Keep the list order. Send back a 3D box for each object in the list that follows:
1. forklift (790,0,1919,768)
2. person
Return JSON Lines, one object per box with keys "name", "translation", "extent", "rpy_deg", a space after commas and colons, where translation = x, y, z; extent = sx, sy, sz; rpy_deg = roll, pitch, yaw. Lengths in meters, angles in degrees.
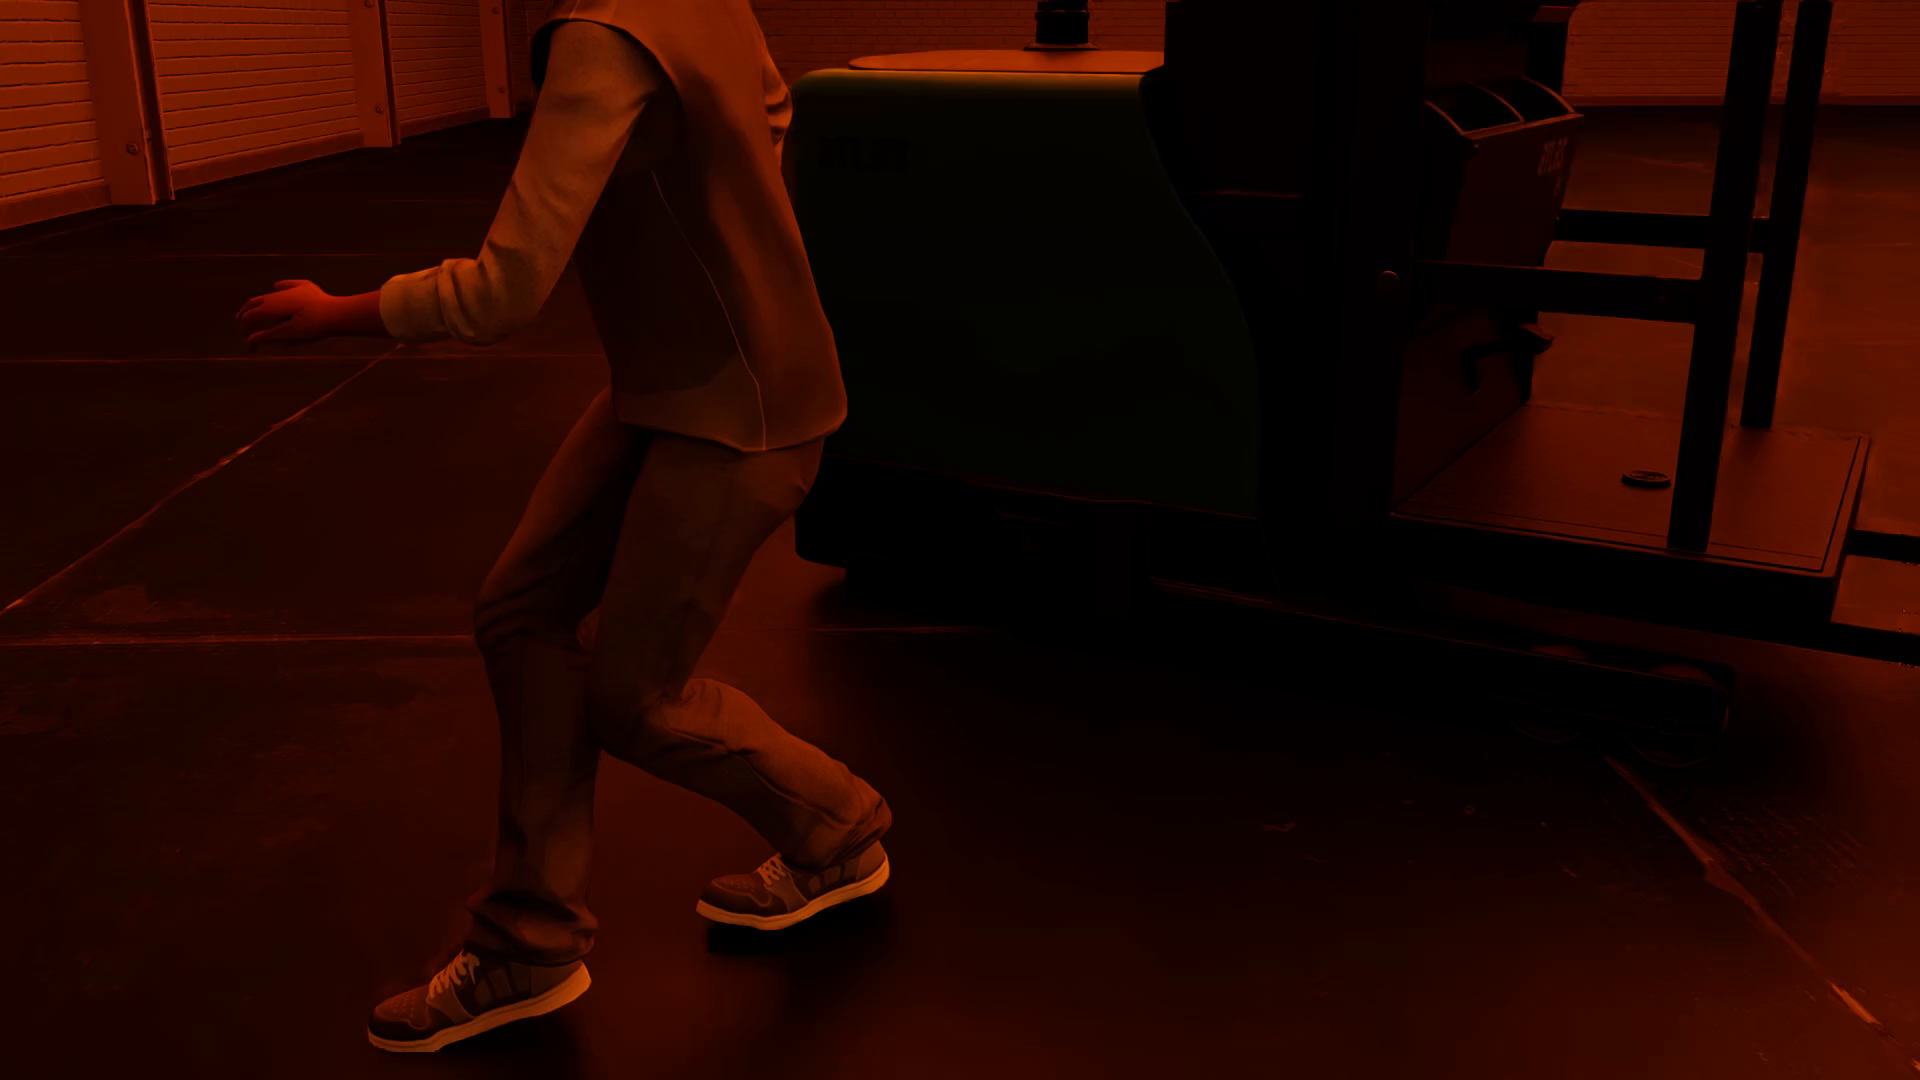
{"name": "forklift", "translation": [1.178, -1.208, 2.858], "extent": [3.031, 2.935, 1.130], "rpy_deg": [10, 20, 29]}
{"name": "person", "translation": [-0.456, -0.171, 2.017], "extent": [0.744, 1.466, 0.656], "rpy_deg": [-5, 18, -16]}
